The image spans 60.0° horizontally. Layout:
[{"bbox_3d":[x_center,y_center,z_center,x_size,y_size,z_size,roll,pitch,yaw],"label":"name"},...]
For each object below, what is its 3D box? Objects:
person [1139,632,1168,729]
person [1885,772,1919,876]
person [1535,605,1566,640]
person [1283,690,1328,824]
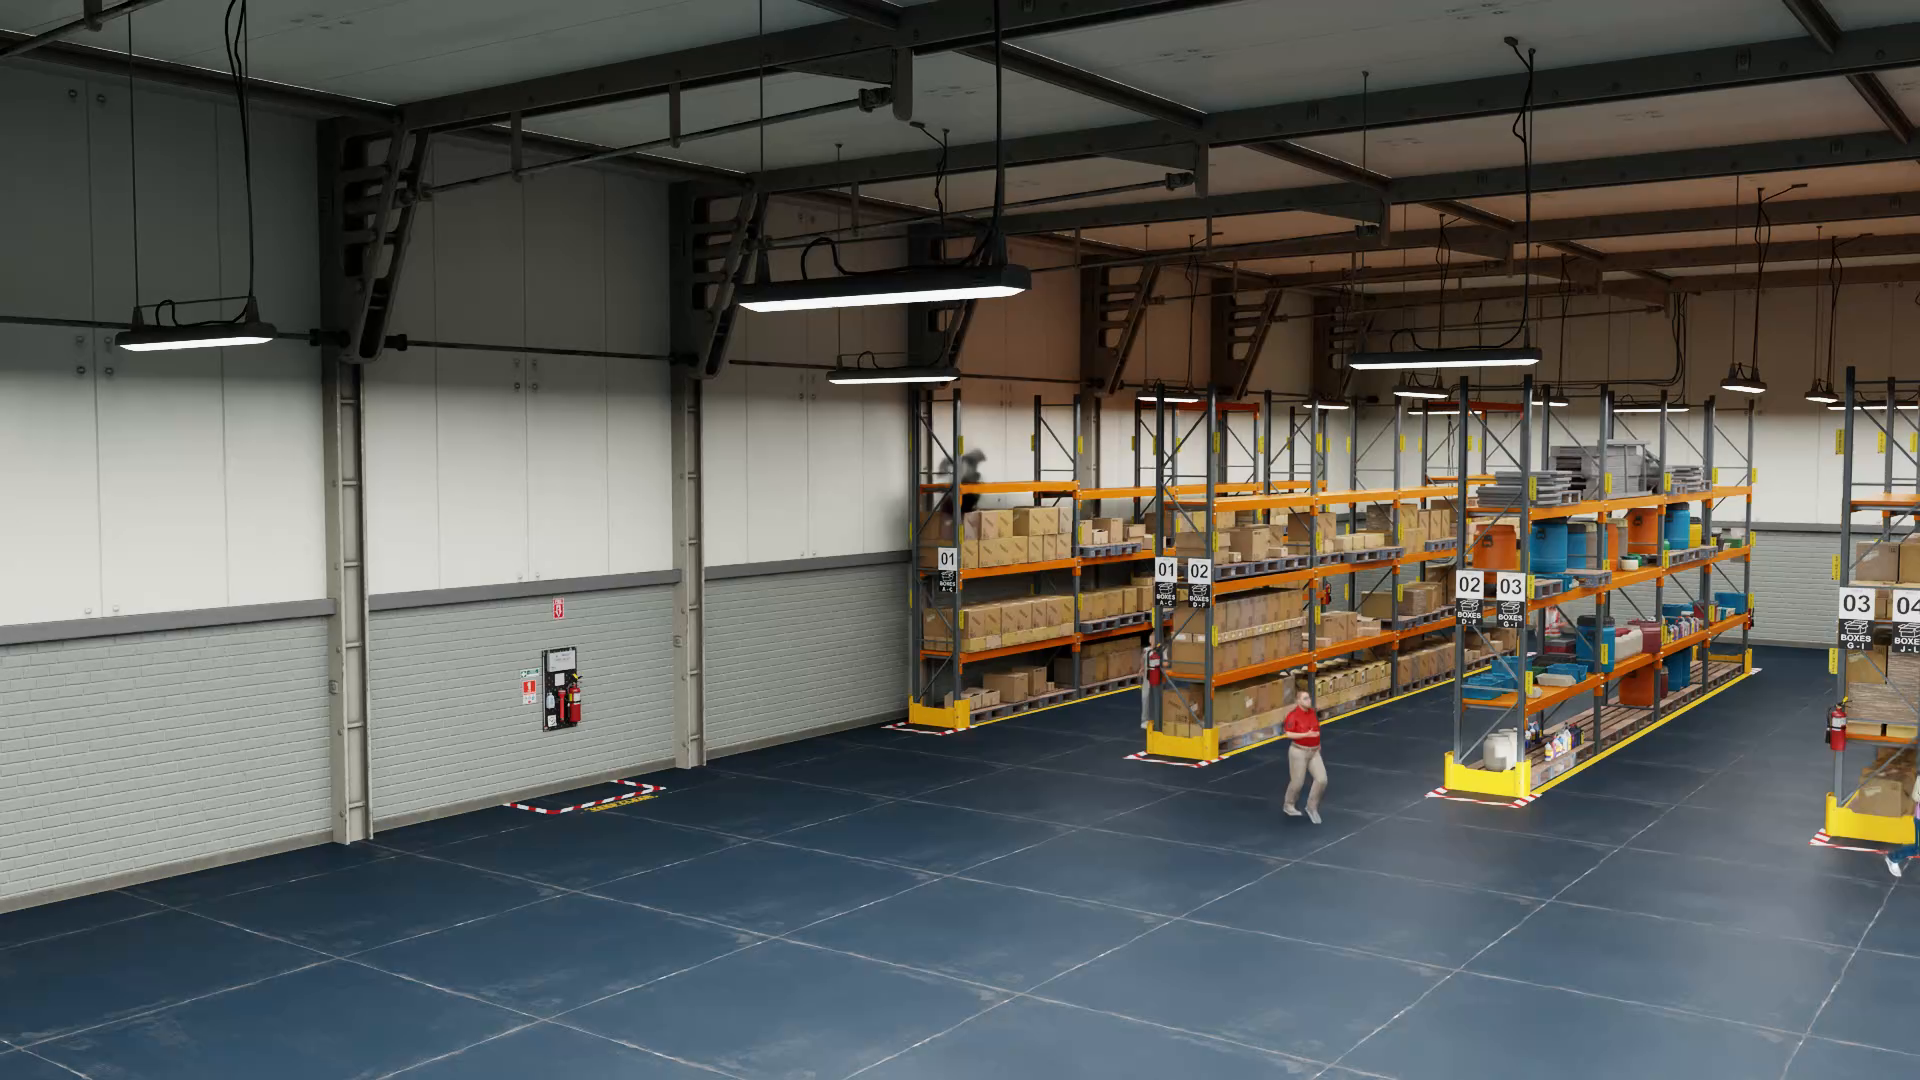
[{"bbox_3d":[3.420,2.461,29.487,0.553,1.655,0.969,2,4,25],"label":"person"},{"bbox_3d":[10.860,3.141,18.663,0.551,1.603,0.881,-1,3,-12],"label":"person"},{"bbox_3d":[12.674,2.073,35.709,0.641,1.775,0.690,1,3,20],"label":"person"},{"bbox_3d":[4.594,2.895,22.094,0.639,1.788,0.723,-2,4,-27],"label":"person"}]
